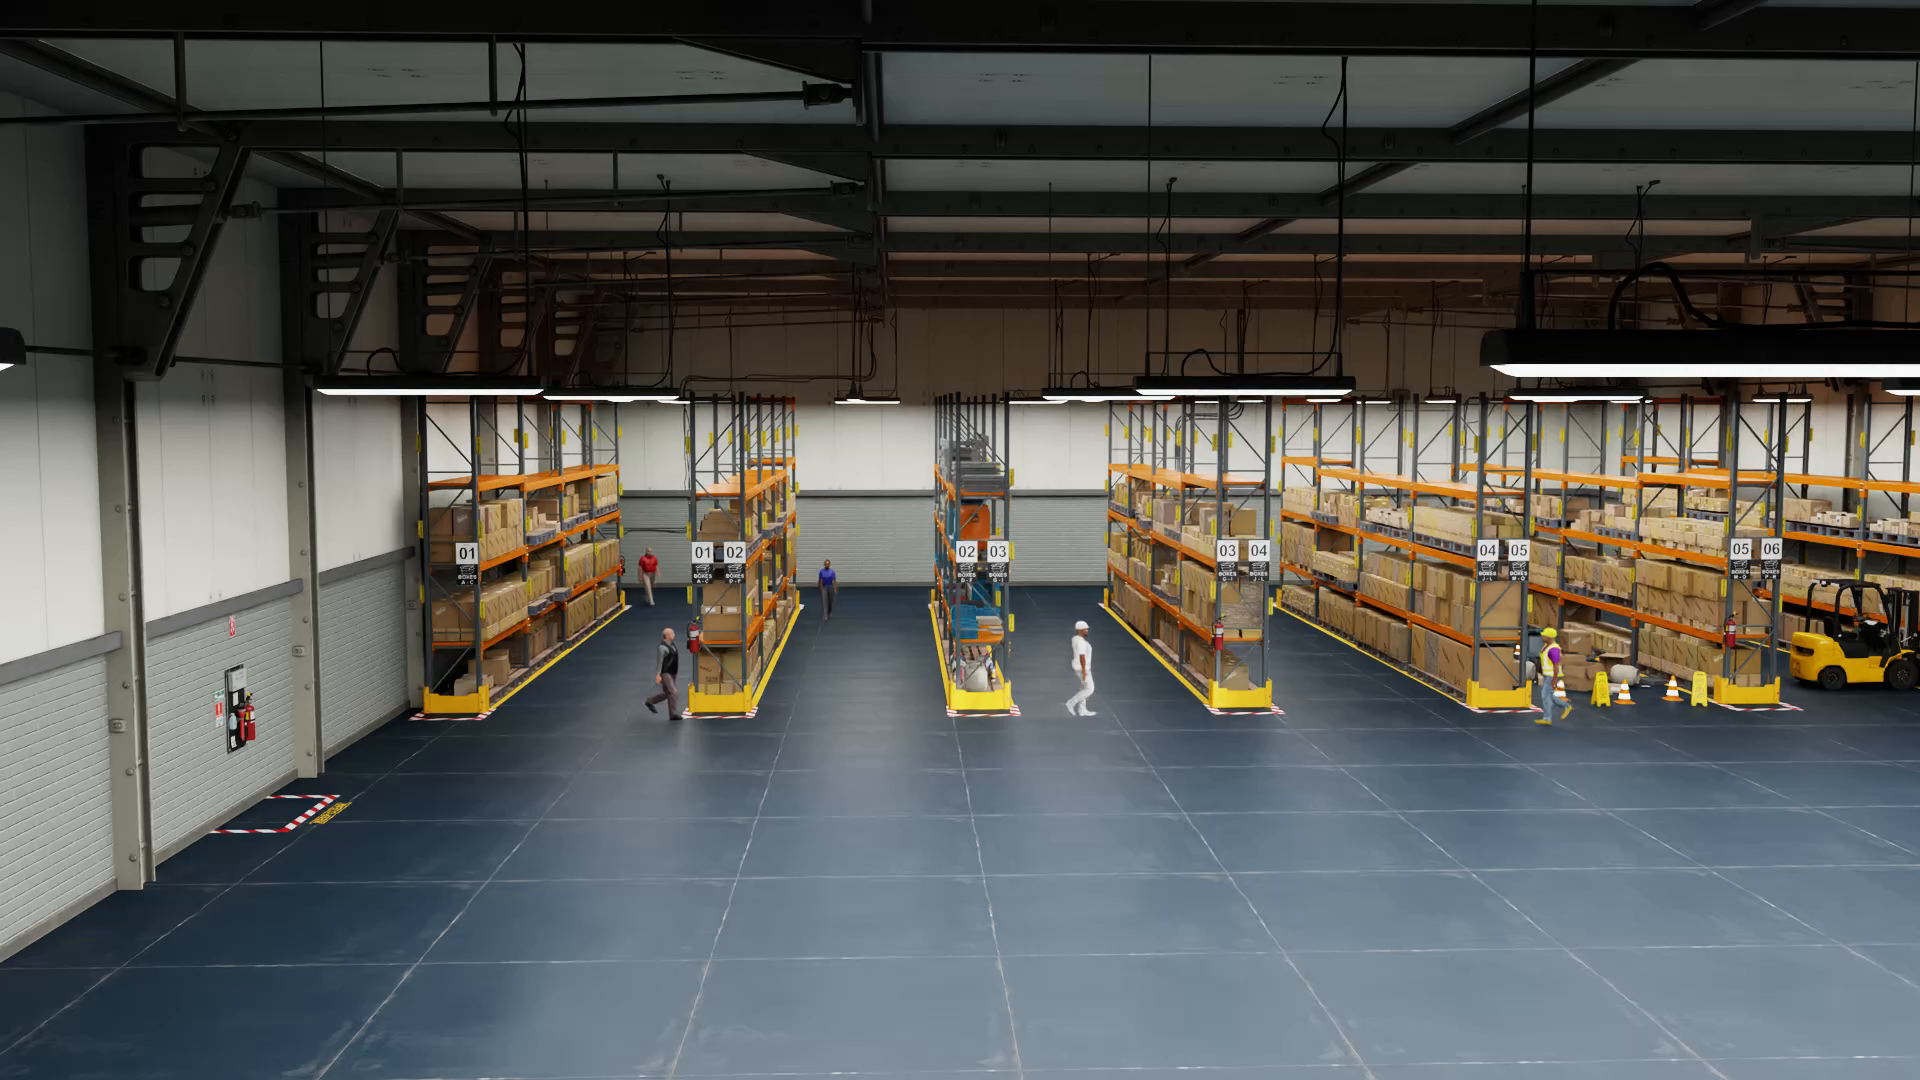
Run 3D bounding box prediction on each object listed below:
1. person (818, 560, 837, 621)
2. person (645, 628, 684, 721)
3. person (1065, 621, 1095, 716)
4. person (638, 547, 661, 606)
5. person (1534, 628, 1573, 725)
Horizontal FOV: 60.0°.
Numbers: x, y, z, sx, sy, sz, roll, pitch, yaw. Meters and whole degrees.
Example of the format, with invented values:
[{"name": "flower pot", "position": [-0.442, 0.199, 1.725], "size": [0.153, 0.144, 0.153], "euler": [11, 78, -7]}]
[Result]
[{"name": "person", "position": [-3.560, 1.326, 44.712], "size": [0.500, 1.594, 1.021], "euler": [0, 5, -5]}, {"name": "person", "position": [-5.427, 2.440, 30.407], "size": [0.904, 1.684, 0.571], "euler": [2, 5, 21]}, {"name": "person", "position": [2.208, 2.377, 30.631], "size": [0.607, 1.758, 0.588], "euler": [-1, 5, -9]}, {"name": "person", "position": [-8.966, 1.026, 47.942], "size": [0.564, 1.656, 1.125], "euler": [-3, 6, -37]}, {"name": "person", "position": [10.701, 2.445, 29.918], "size": [0.719, 1.753, 0.581], "euler": [0, 5, 5]}]
